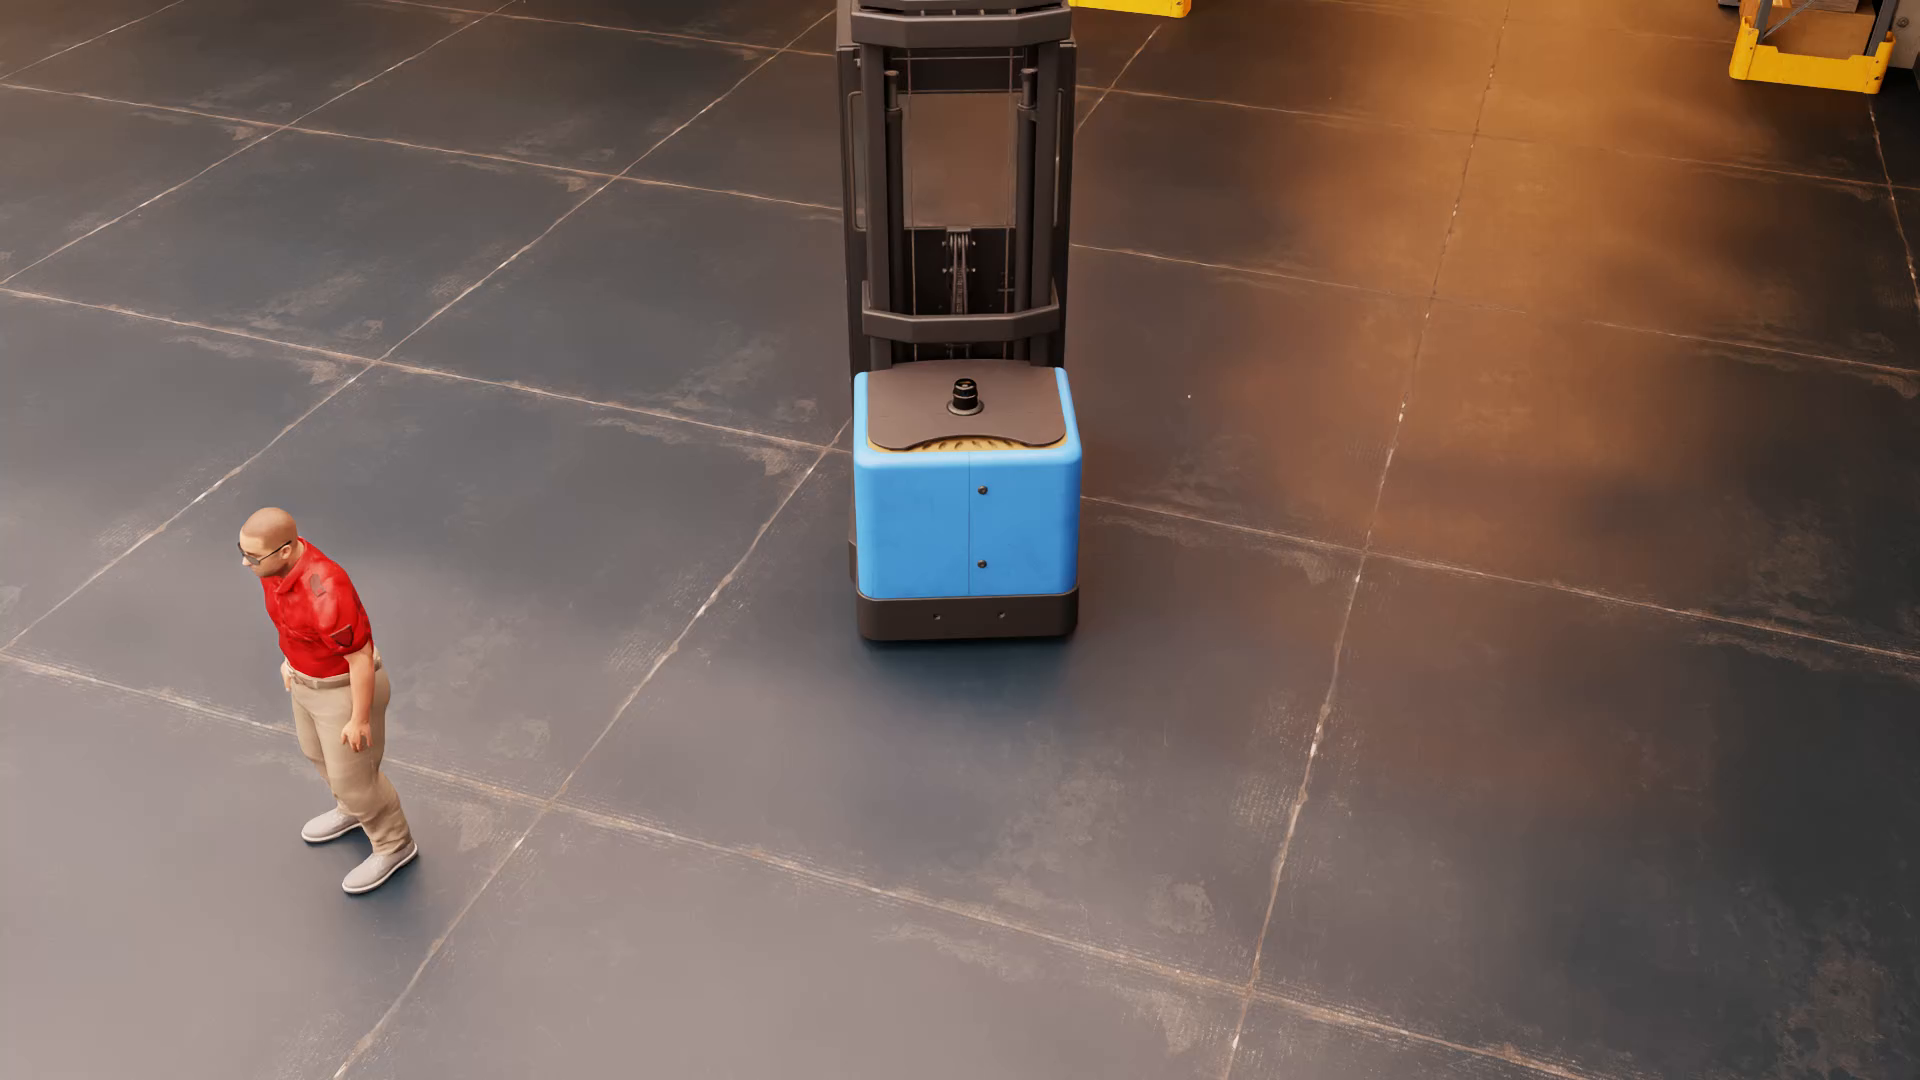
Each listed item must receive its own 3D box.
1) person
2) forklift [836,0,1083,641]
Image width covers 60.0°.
[{"bbox_3d":[-2.412,0.571,6.346,0.399,1.726,0.600,-29,45,-35],"label":"person"},{"bbox_3d":[-0.029,-1.547,8.293,1.130,2.935,3.031,-2,35,-2],"label":"forklift"}]
